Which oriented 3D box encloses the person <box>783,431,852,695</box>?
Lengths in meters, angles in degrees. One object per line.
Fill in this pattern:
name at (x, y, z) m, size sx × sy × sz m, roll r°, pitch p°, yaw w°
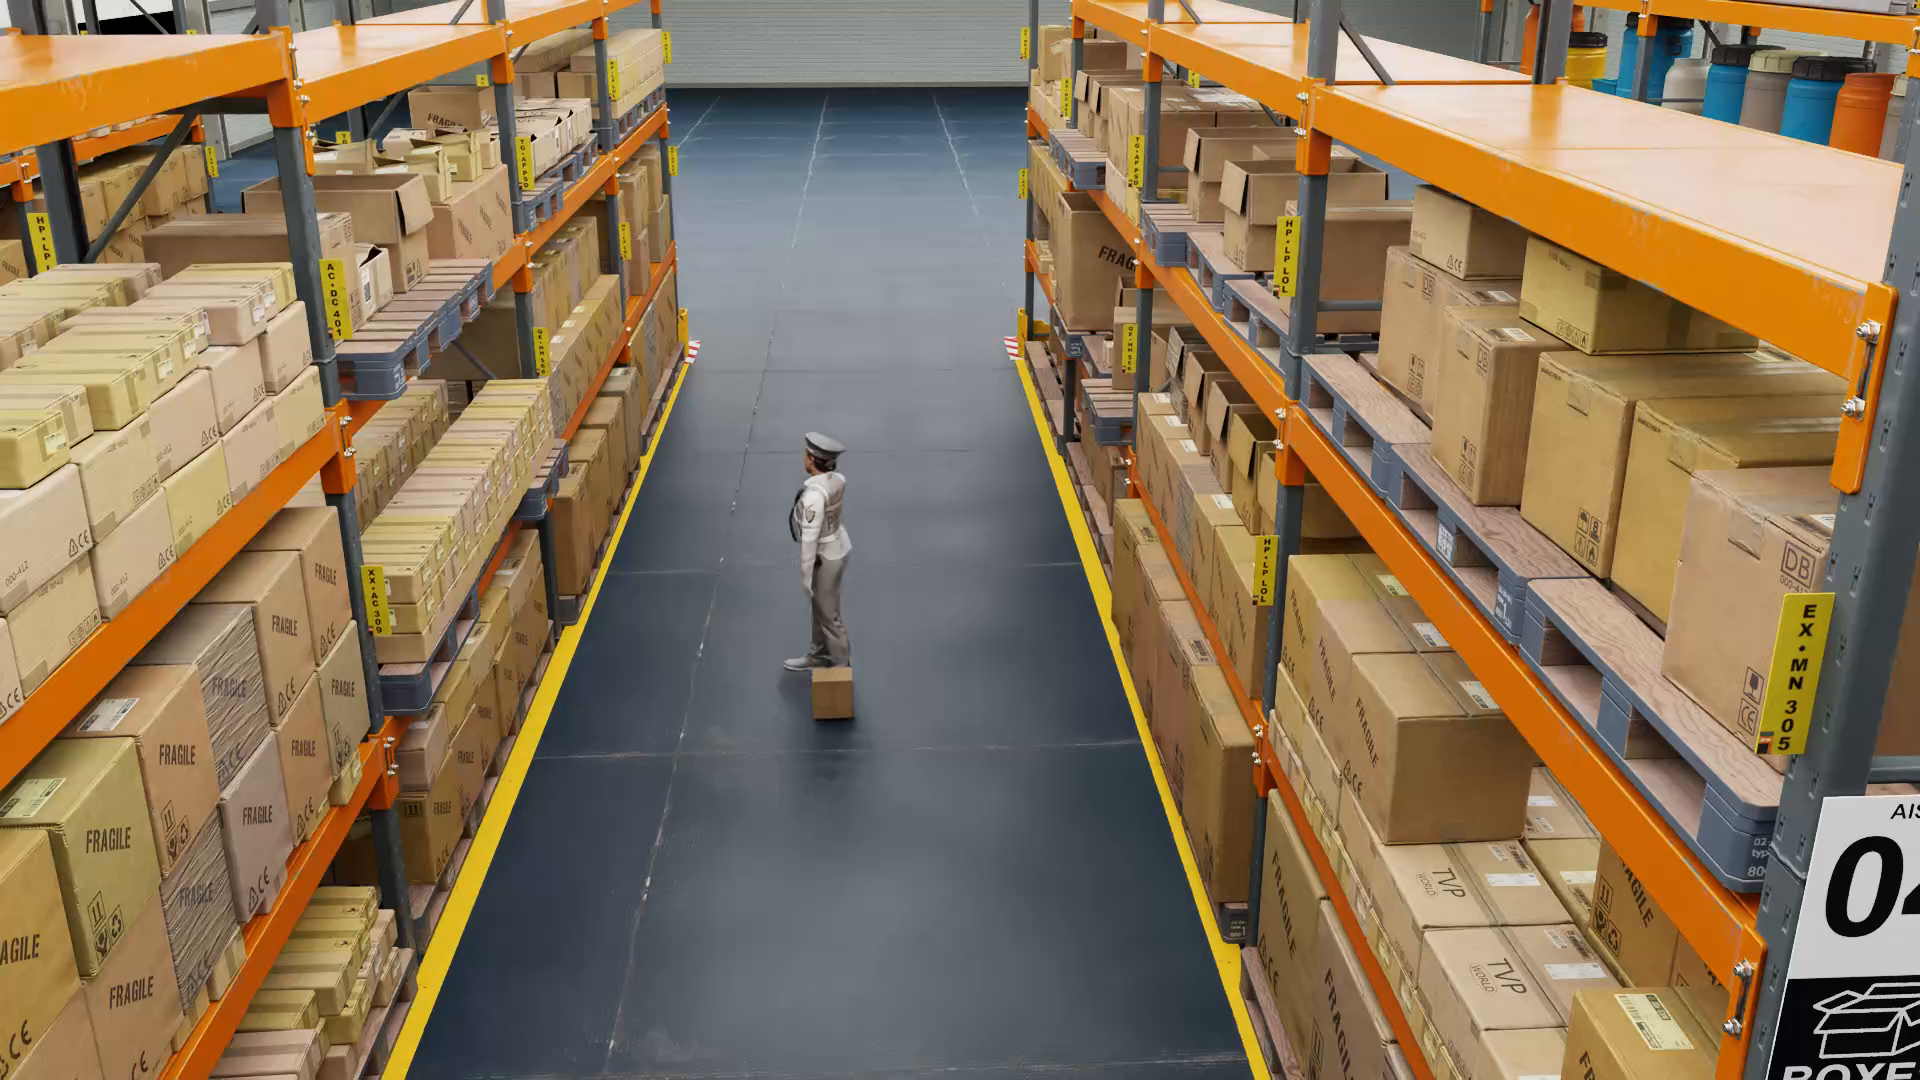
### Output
person at (-0.933, 0.133, 10.634) m, size 0.511 × 1.682 × 0.554 m, roll 4°, pitch 21°, yaw 11°
